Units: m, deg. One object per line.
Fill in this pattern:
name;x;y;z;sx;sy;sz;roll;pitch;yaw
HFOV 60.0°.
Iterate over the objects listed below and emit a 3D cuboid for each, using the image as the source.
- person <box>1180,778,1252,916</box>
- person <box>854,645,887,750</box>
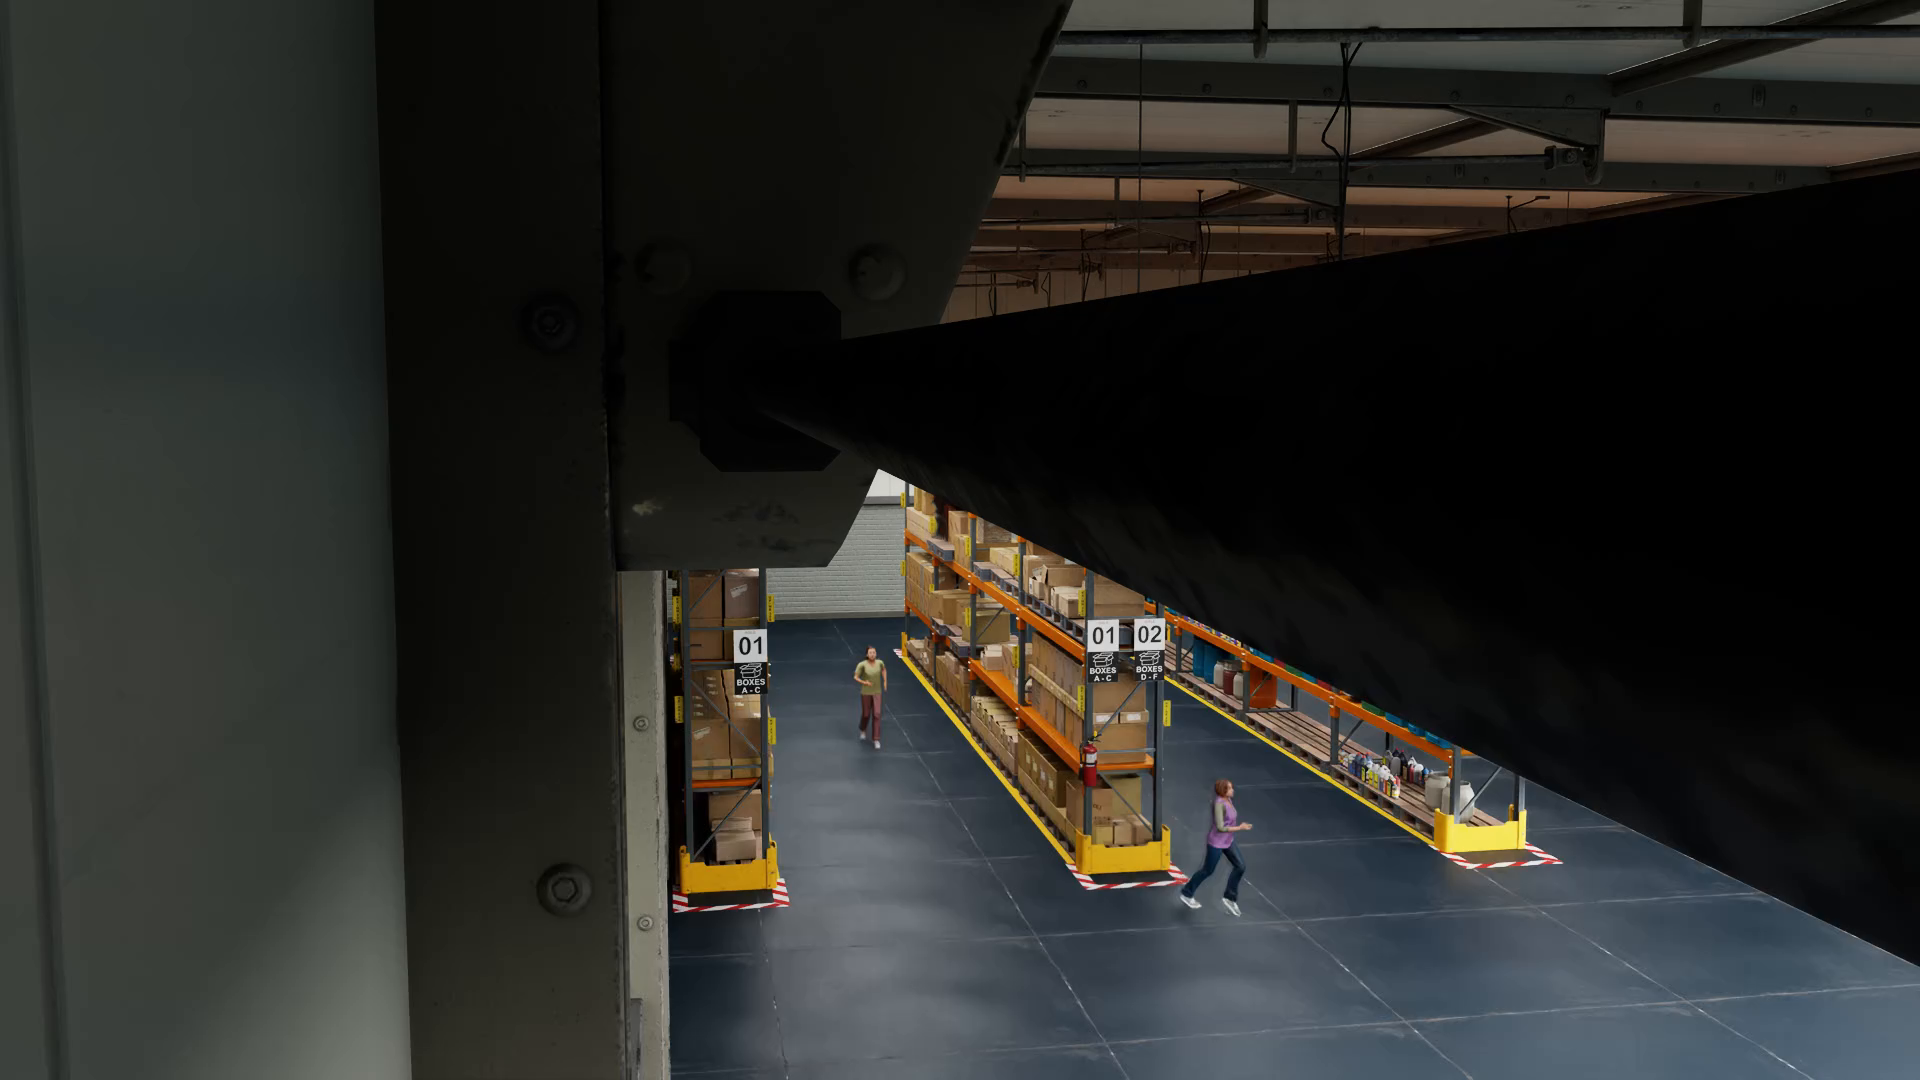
person;2.994;3.542;19.268;0.834;1.623;0.547;3;7;29
person;-1.500;2.601;27.939;0.593;1.696;0.856;-2;6;-16
